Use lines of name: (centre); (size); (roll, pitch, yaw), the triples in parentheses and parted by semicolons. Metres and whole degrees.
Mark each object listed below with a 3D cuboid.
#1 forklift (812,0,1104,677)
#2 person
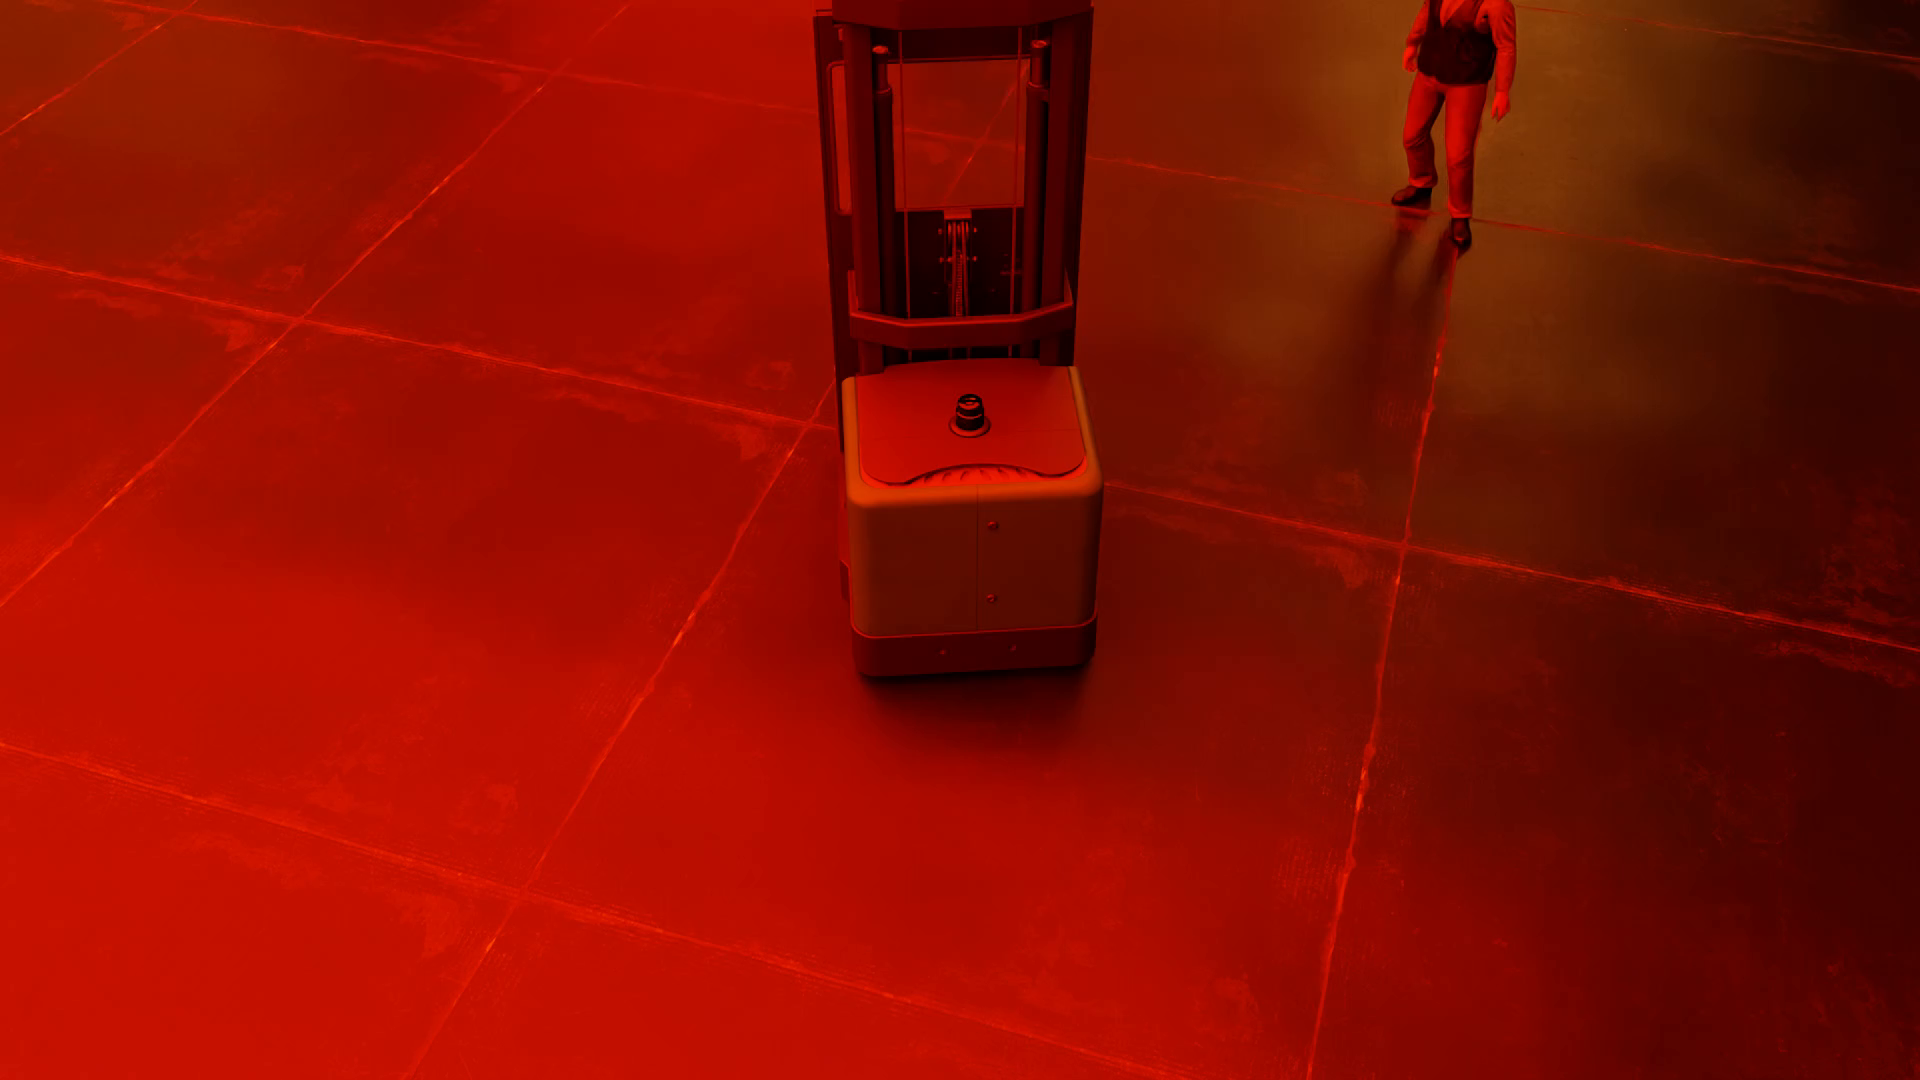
forklift: (-0.048, -1.486, 7.287); (1.130, 2.935, 3.031); (-3, 43, -3)
person: (2.800, -2.602, 9.400); (0.386, 1.693, 0.840); (-28, 50, -27)
